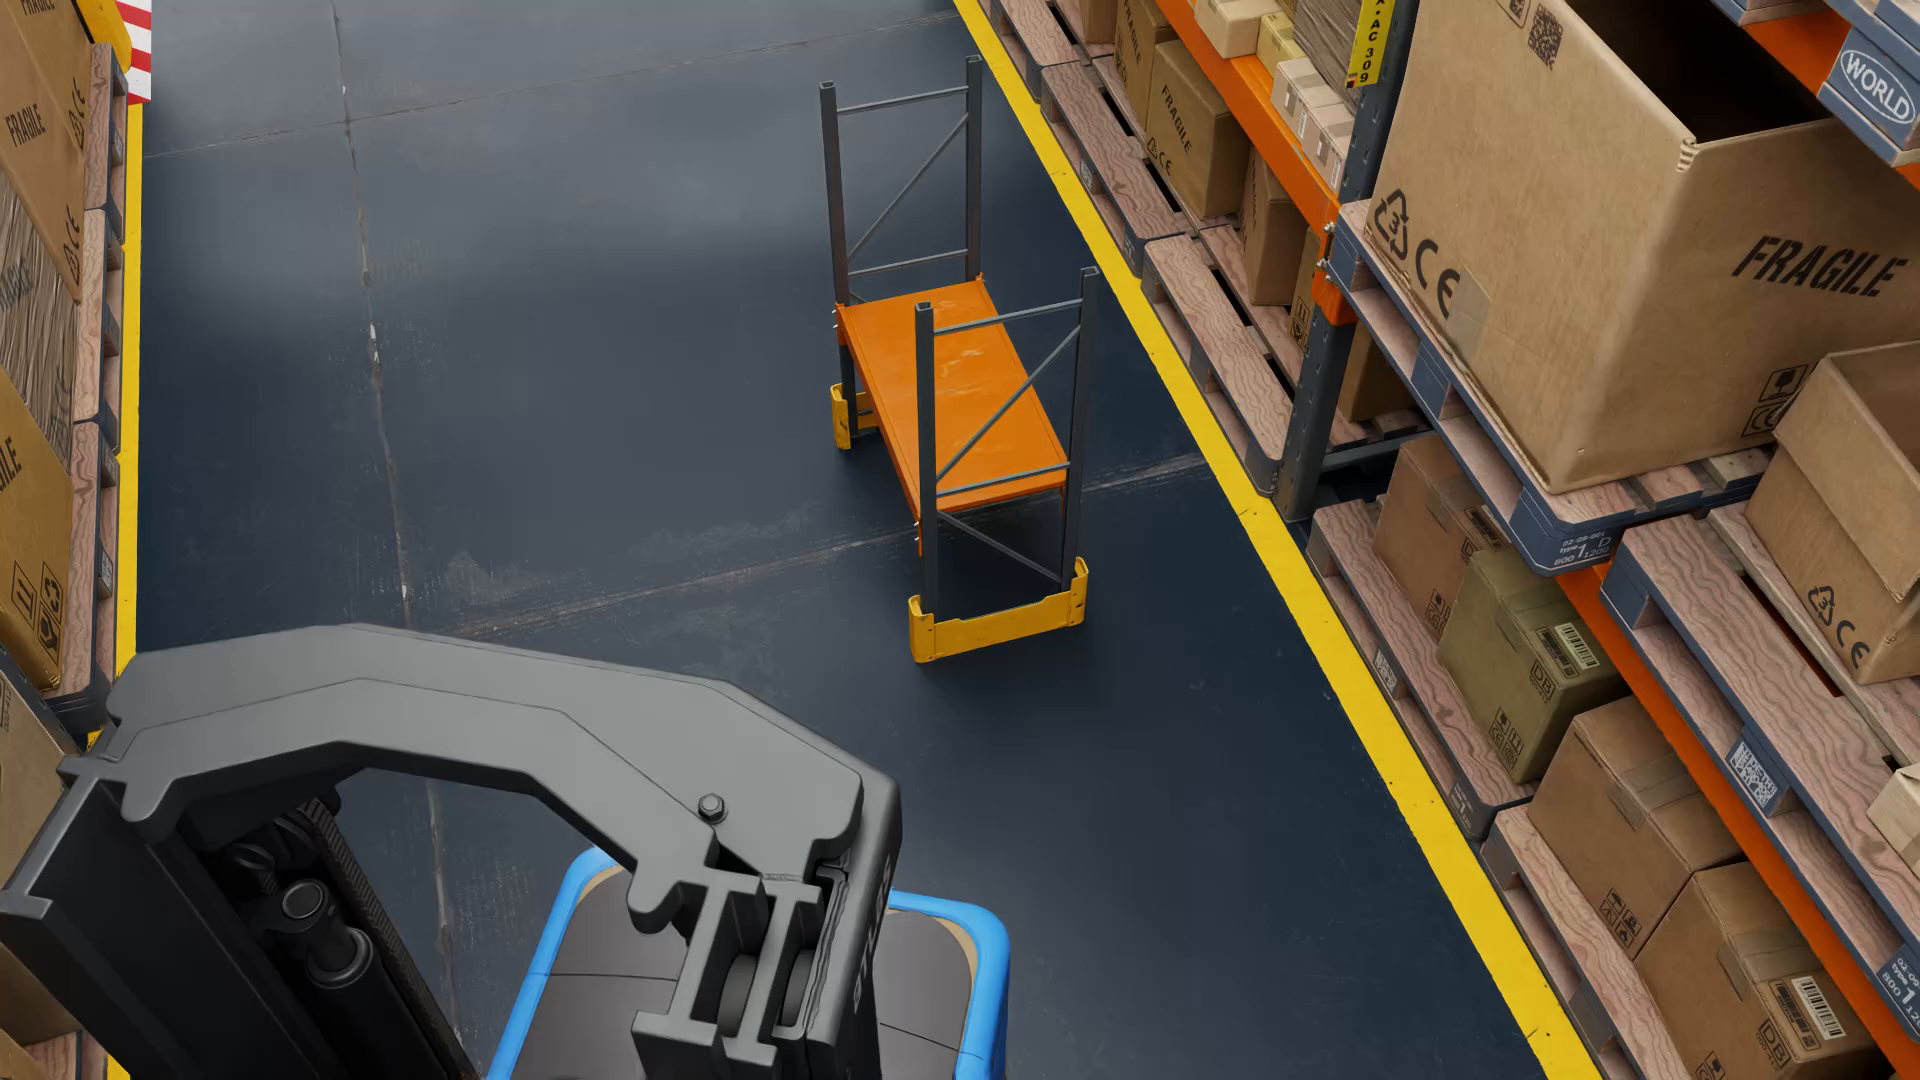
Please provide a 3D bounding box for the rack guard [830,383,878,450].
[{"bbox_3d":[-0.170,-0.500,6.008,0.587,0.250,0.087,-13,51,-11],"label":"rack guard"}]

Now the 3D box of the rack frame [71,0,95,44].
[{"bbox_3d":[-4.355,-3.049,6.358,1.000,3.000,0.127,-13,51,-11],"label":"rack frame"}]

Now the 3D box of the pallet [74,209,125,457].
[{"bbox_3d":[-3.687,-0.694,6.197,1.003,0.211,1.213,-13,51,-11],"label":"pallet"}]

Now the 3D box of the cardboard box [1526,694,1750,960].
[{"bbox_3d":[2.045,0.703,4.542,0.700,0.500,0.500,-17,52,-14],"label":"cardboard box"}]

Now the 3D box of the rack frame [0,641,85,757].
[{"bbox_3d":[-3.173,-0.127,3.895,1.000,3.000,0.127,-13,51,-11],"label":"rack frame"}]

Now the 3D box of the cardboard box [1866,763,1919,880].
[{"bbox_3d":[2.027,0.498,3.182,0.396,0.266,0.258,-15,51,-12],"label":"cardboard box"}]

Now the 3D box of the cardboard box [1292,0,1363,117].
[{"bbox_3d":[1.521,-1.646,4.916,0.875,0.500,0.500,-13,51,-11],"label":"cardboard box"}]

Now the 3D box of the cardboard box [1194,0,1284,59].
[{"bbox_3d":[0.989,-1.723,5.405,0.380,0.149,0.250,-13,51,-11],"label":"cardboard box"}]

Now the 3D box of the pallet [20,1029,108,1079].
[{"bbox_3d":[-2.872,1.318,4.501,1.003,0.211,1.213,-13,51,-11],"label":"pallet"}]

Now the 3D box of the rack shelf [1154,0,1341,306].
[{"bbox_3d":[1.004,-2.404,6.285,1.077,0.370,4.000,-13,51,-11],"label":"rack shelf"}]

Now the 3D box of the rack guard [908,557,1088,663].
[{"bbox_3d":[0.125,0.227,5.395,0.587,0.250,0.087,-13,51,-11],"label":"rack guard"}]

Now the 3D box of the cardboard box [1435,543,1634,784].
[{"bbox_3d":[1.880,0.295,4.887,0.700,0.500,0.500,-14,51,-11],"label":"cardboard box"}]

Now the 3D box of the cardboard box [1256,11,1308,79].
[{"bbox_3d":[1.170,-1.566,5.272,0.380,0.149,0.250,-13,51,-11],"label":"cardboard box"}]

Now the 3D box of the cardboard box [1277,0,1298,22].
[{"bbox_3d":[1.407,-2.019,5.230,0.875,0.500,0.500,-13,51,-11],"label":"cardboard box"}]

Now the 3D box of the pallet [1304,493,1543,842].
[{"bbox_3d":[1.827,0.292,5.366,1.003,0.211,1.213,-13,51,-11],"label":"pallet"}]

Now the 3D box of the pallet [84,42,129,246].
[{"bbox_3d":[-4.044,-1.584,6.947,1.003,0.211,1.213,-13,51,-11],"label":"pallet"}]

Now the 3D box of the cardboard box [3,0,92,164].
[{"bbox_3d":[-4.092,-2.019,6.605,0.875,0.875,0.875,-13,51,-11],"label":"cardboard box"}]

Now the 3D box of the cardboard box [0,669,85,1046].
[{"bbox_3d":[-2.903,0.895,4.230,1.050,0.750,0.750,-14,51,-11],"label":"cardboard box"}]

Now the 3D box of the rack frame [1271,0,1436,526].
[{"bbox_3d":[1.595,-1.175,4.779,1.000,3.000,0.127,-13,51,-11],"label":"rack frame"}]

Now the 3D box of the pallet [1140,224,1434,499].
[{"bbox_3d":[1.363,-0.759,6.252,1.003,0.211,1.213,-13,51,-11],"label":"pallet"}]

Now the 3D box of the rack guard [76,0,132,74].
[{"bbox_3d":[-4.363,-2.261,7.329,1.175,0.500,0.348,-13,51,-11],"label":"rack guard"}]

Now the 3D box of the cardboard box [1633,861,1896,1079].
[{"bbox_3d":[2.211,1.111,4.199,0.700,0.500,0.500,-9,51,-8],"label":"cardboard box"}]

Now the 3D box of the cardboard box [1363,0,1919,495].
[{"bbox_3d":[1.697,-0.892,3.873,1.000,1.000,1.000,-13,51,-11],"label":"cardboard box"}]

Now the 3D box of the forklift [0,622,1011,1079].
[{"bbox_3d":[-0.658,1.603,2.481,1.130,2.935,3.031,8,50,7],"label":"forklift"}]

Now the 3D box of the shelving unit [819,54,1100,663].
[{"bbox_3d":[-0.023,-0.539,5.224,0.587,1.500,1.083,-13,51,-11],"label":"shelving unit"}]

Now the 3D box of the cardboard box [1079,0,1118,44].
[{"bbox_3d":[0.791,-2.537,7.288,0.500,0.500,0.500,-2,50,-1],"label":"cardboard box"}]

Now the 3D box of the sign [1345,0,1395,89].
[{"bbox_3d":[1.079,-1.326,4.340,0.100,0.325,0.005,-13,51,-11],"label":"sign"}]

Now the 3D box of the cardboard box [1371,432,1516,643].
[{"bbox_3d":[1.756,-0.058,5.184,0.700,0.500,0.500,-17,52,-14],"label":"cardboard box"}]

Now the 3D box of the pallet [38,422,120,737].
[{"bbox_3d":[-3.323,0.198,5.445,1.003,0.211,1.213,-13,51,-11],"label":"pallet"}]

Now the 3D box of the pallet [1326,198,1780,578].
[{"bbox_3d":[1.683,-0.522,4.354,1.003,0.211,1.213,-13,51,-11],"label":"pallet"}]

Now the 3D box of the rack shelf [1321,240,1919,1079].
[{"bbox_3d":[2.187,0.518,3.822,1.077,0.370,4.000,-13,51,-11],"label":"rack shelf"}]

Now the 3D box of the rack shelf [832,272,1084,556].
[{"bbox_3d":[-0.025,-0.430,5.367,0.538,0.185,1.000,-13,51,-11],"label":"rack shelf"}]

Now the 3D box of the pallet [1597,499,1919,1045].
[{"bbox_3d":[2.154,0.372,3.600,1.003,0.211,1.213,-13,51,-11],"label":"pallet"}]

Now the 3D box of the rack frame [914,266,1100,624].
[{"bbox_3d":[0.125,-0.174,4.916,0.500,1.500,0.032,-13,51,-11],"label":"rack frame"}]

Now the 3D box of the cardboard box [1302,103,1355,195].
[{"bbox_3d":[1.251,-1.185,4.951,0.380,0.149,0.250,-13,51,-11],"label":"cardboard box"}]

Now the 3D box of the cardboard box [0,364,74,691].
[{"bbox_3d":[-3.292,-0.053,4.948,0.875,0.875,0.875,-13,51,-10],"label":"cardboard box"}]

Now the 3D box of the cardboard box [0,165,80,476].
[{"bbox_3d":[-3.562,-0.711,5.502,0.875,0.875,0.875,-13,51,-11],"label":"cardboard box"}]

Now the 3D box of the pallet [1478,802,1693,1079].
[{"bbox_3d":[2.192,1.185,4.613,1.003,0.211,1.213,-13,51,-11],"label":"pallet"}]

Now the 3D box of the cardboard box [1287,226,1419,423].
[{"bbox_3d":[1.515,-0.806,5.828,0.500,0.500,0.500,-15,51,-12],"label":"cardboard box"}]

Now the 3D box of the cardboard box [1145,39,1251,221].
[{"bbox_3d":[1.080,-1.658,6.546,0.500,0.500,0.500,-17,52,-14],"label":"cardboard box"}]

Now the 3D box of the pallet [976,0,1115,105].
[{"bbox_3d":[0.641,-2.541,7.754,1.003,0.211,1.213,-13,51,-11],"label":"pallet"}]

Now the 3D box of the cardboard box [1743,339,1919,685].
[{"bbox_3d":[2.196,-0.098,3.529,0.797,0.503,0.637,-9,50,-7],"label":"cardboard box"}]

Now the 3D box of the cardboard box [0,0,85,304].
[{"bbox_3d":[-3.830,-1.377,6.064,0.875,0.875,0.875,-14,51,-12],"label":"cardboard box"}]

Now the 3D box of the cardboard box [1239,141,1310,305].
[{"bbox_3d":[1.339,-1.223,6.179,0.500,0.500,0.500,1,50,1],"label":"cardboard box"}]

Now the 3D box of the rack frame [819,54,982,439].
[{"bbox_3d":[-0.176,-0.917,5.542,0.500,1.500,0.032,-13,51,-11],"label":"rack frame"}]

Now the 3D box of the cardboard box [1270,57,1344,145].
[{"bbox_3d":[1.186,-1.369,5.107,0.380,0.149,0.250,-13,51,-11],"label":"cardboard box"}]

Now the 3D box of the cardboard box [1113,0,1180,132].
[{"bbox_3d":[0.958,-2.076,6.898,0.500,0.500,0.500,-9,50,-8],"label":"cardboard box"}]

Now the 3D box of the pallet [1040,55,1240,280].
[{"bbox_3d":[0.999,-1.651,7.004,1.003,0.211,1.213,-13,51,-11],"label":"pallet"}]
